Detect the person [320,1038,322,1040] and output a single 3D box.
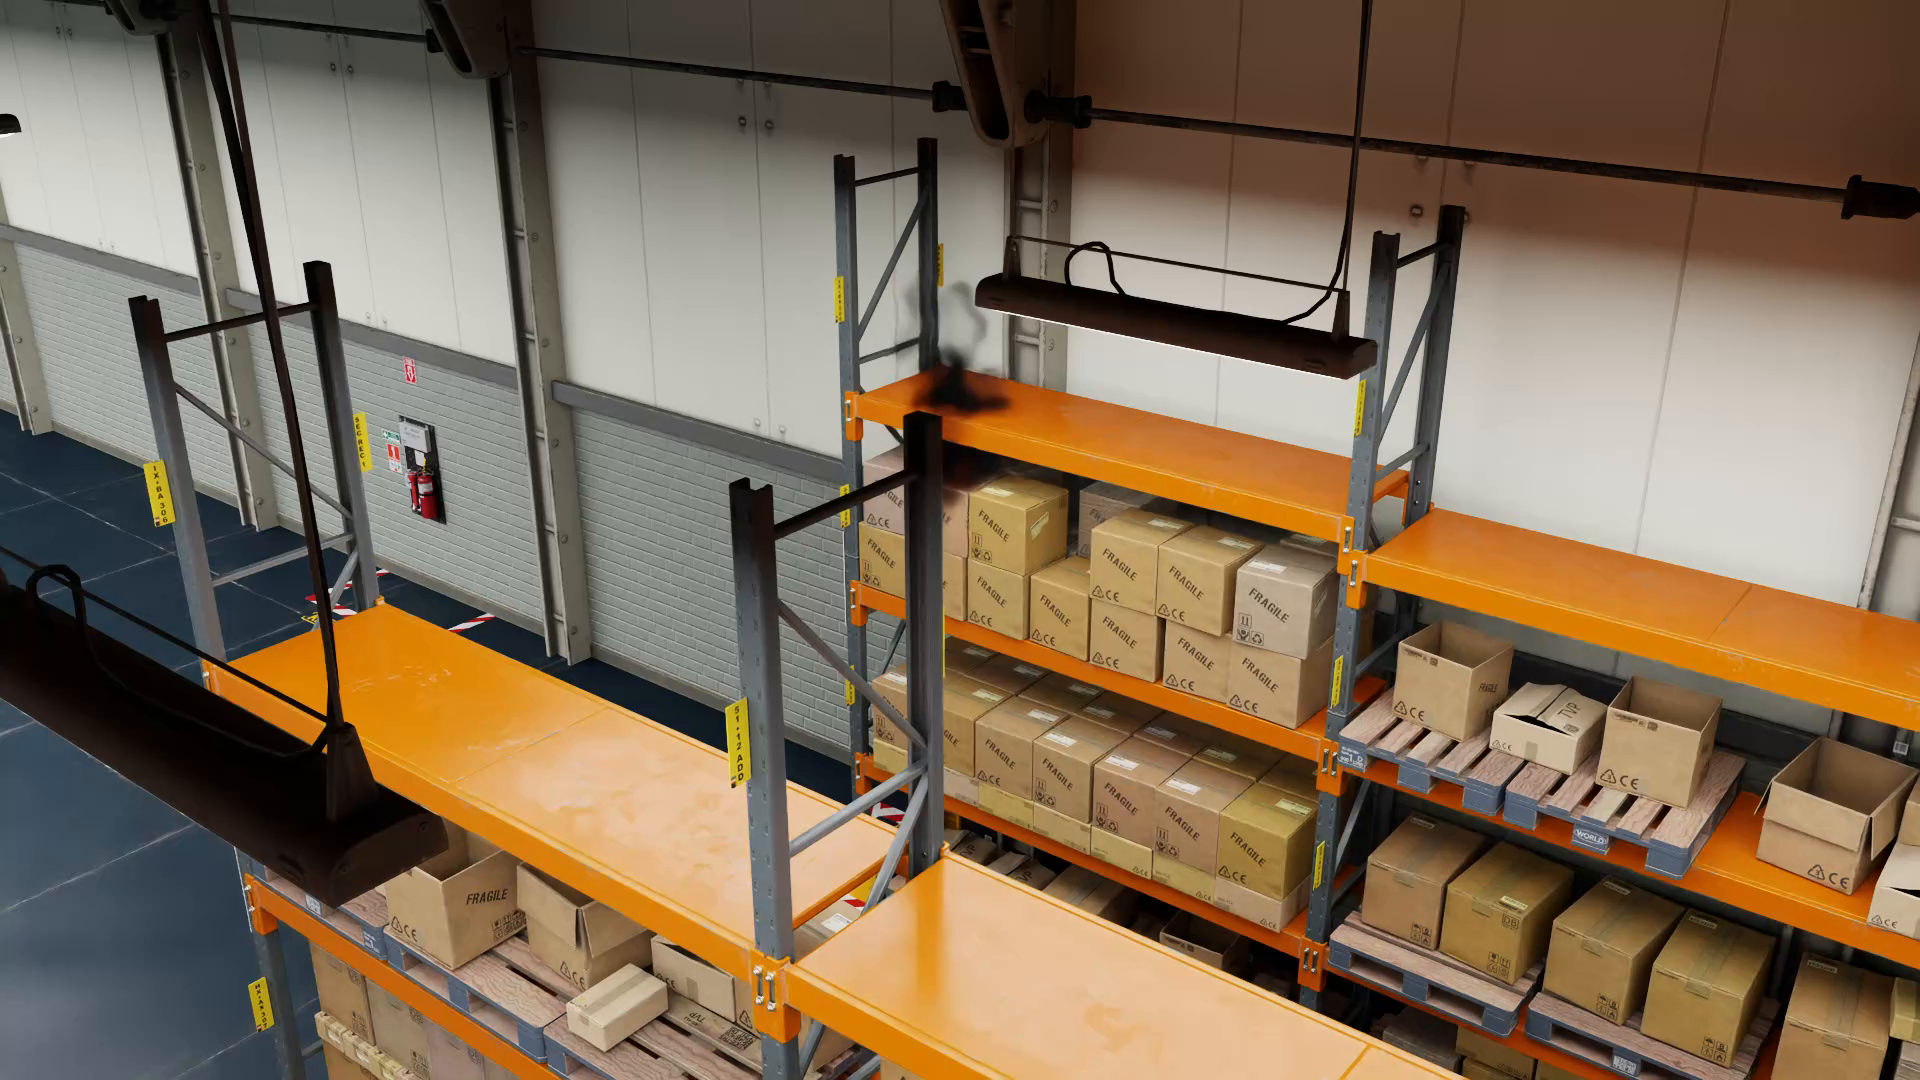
[{"bbox_3d":[-4.072,2.757,11.235,0.735,1.613,0.555,-2,23,-5],"label":"person"}]
